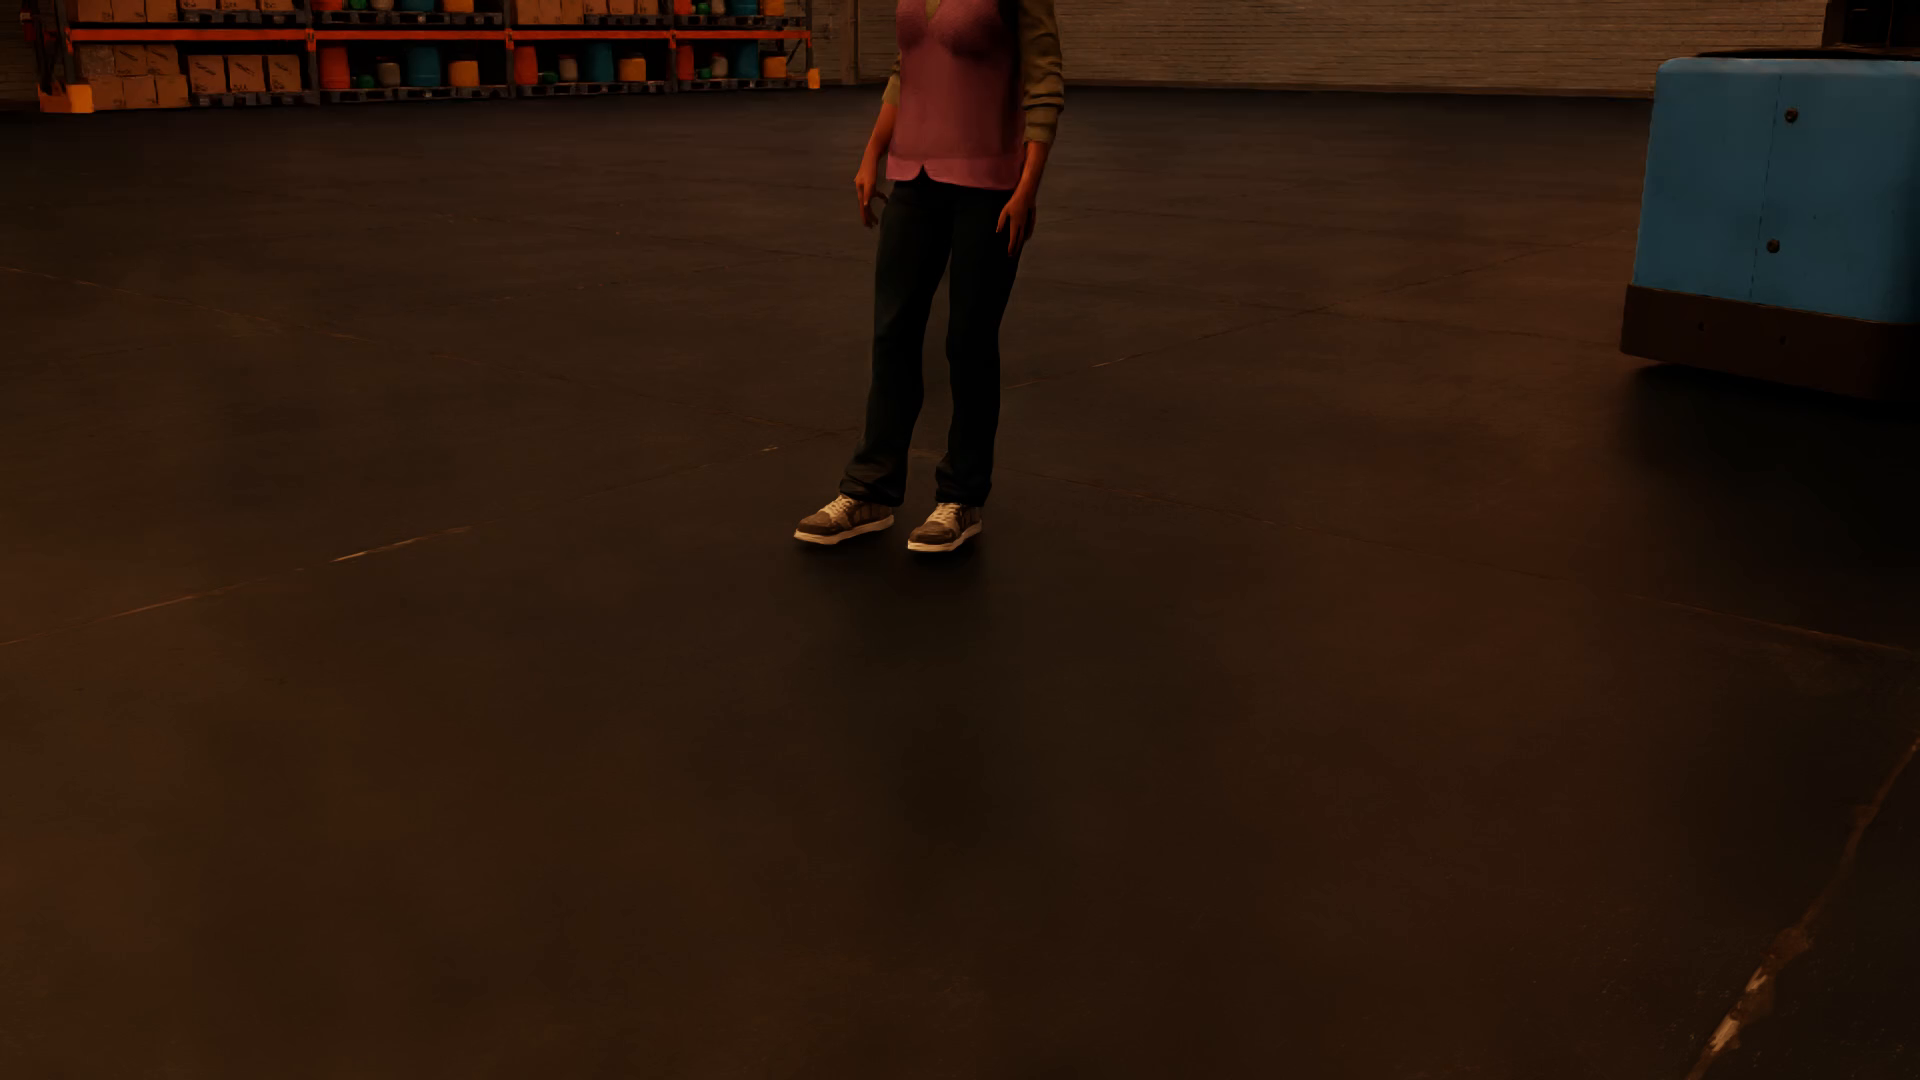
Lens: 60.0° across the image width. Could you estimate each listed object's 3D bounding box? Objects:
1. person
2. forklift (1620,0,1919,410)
[{"bbox_3d":[-0.058,-0.757,3.662,0.520,1.597,0.476,13,21,37],"label":"person"},{"bbox_3d":[3.872,-2.095,5.796,3.031,2.935,1.130,-10,19,-29],"label":"forklift"}]
